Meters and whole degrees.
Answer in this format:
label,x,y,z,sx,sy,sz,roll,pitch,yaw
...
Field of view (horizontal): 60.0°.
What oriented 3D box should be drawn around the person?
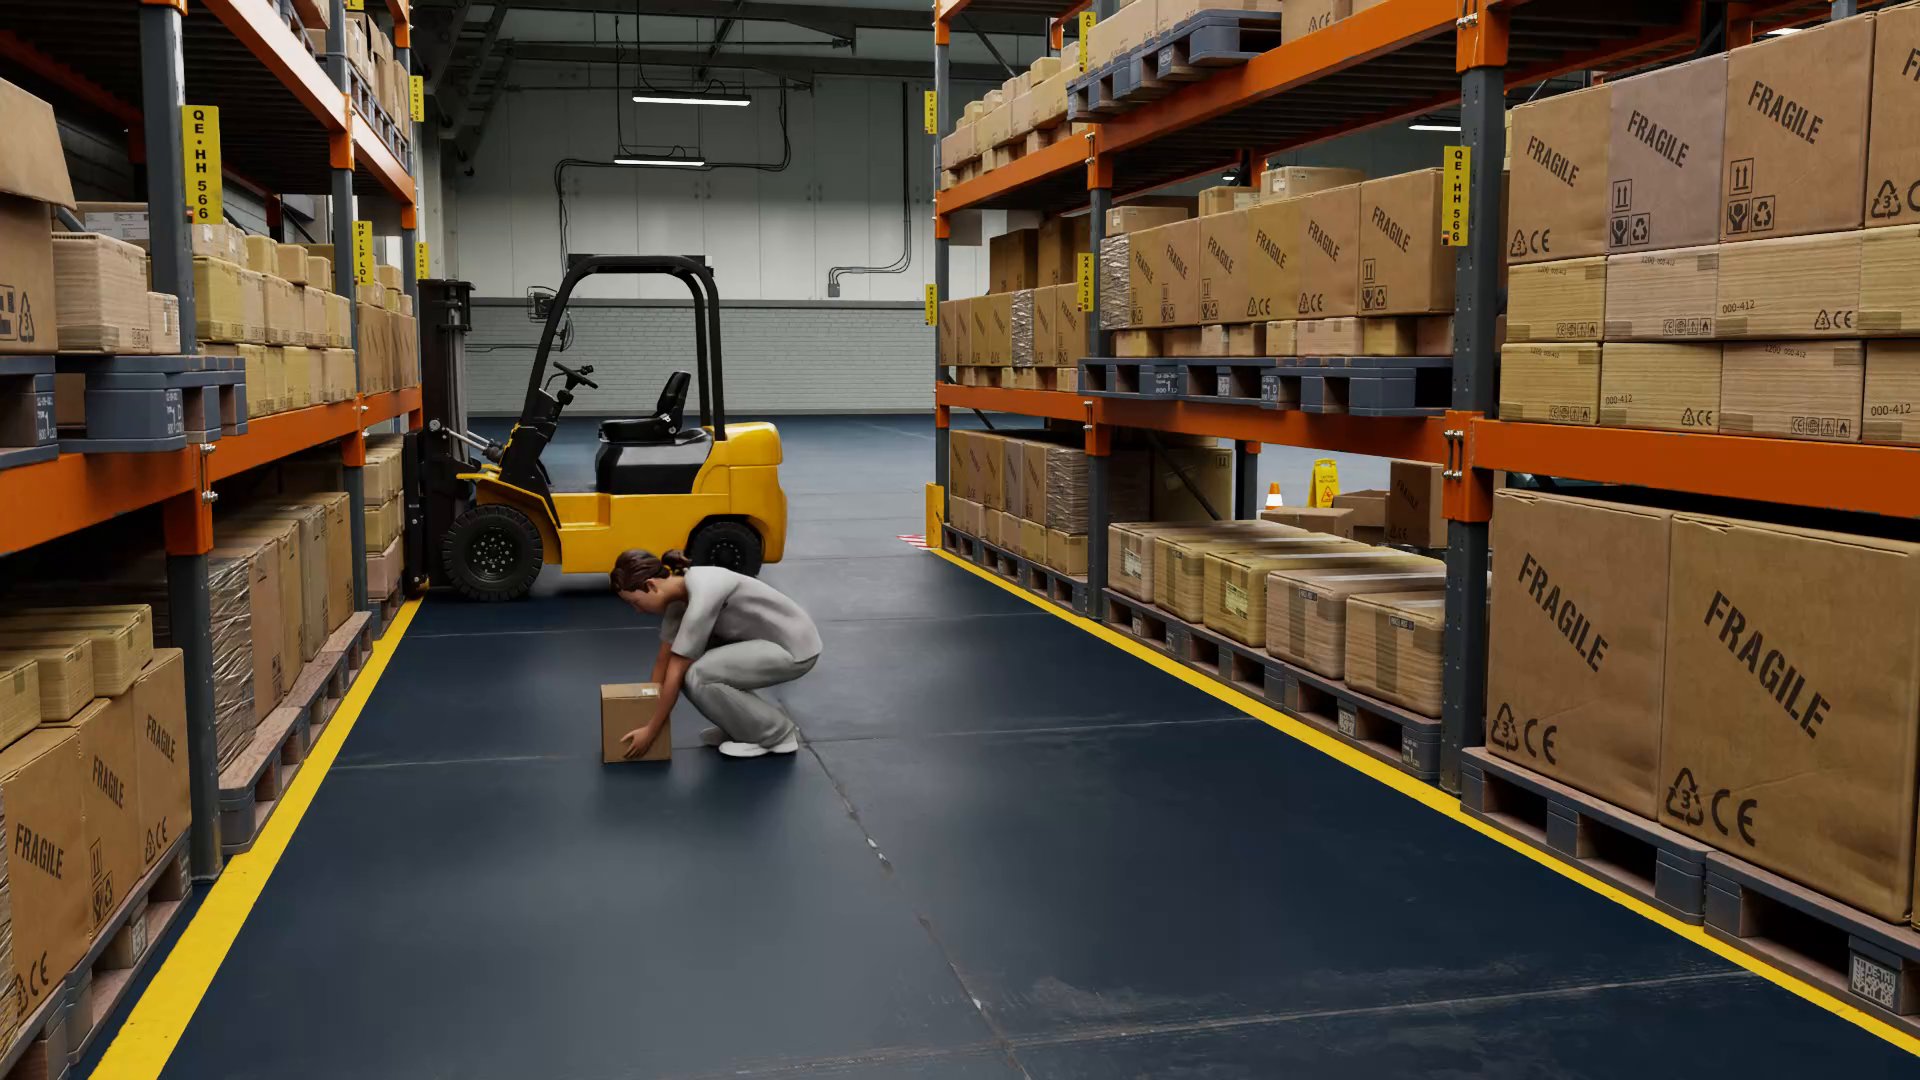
label,x,y,z,sx,sy,sz,roll,pitch,yaw
person,-0.927,0.420,6.372,0.803,0.807,0.464,-2,6,-14
